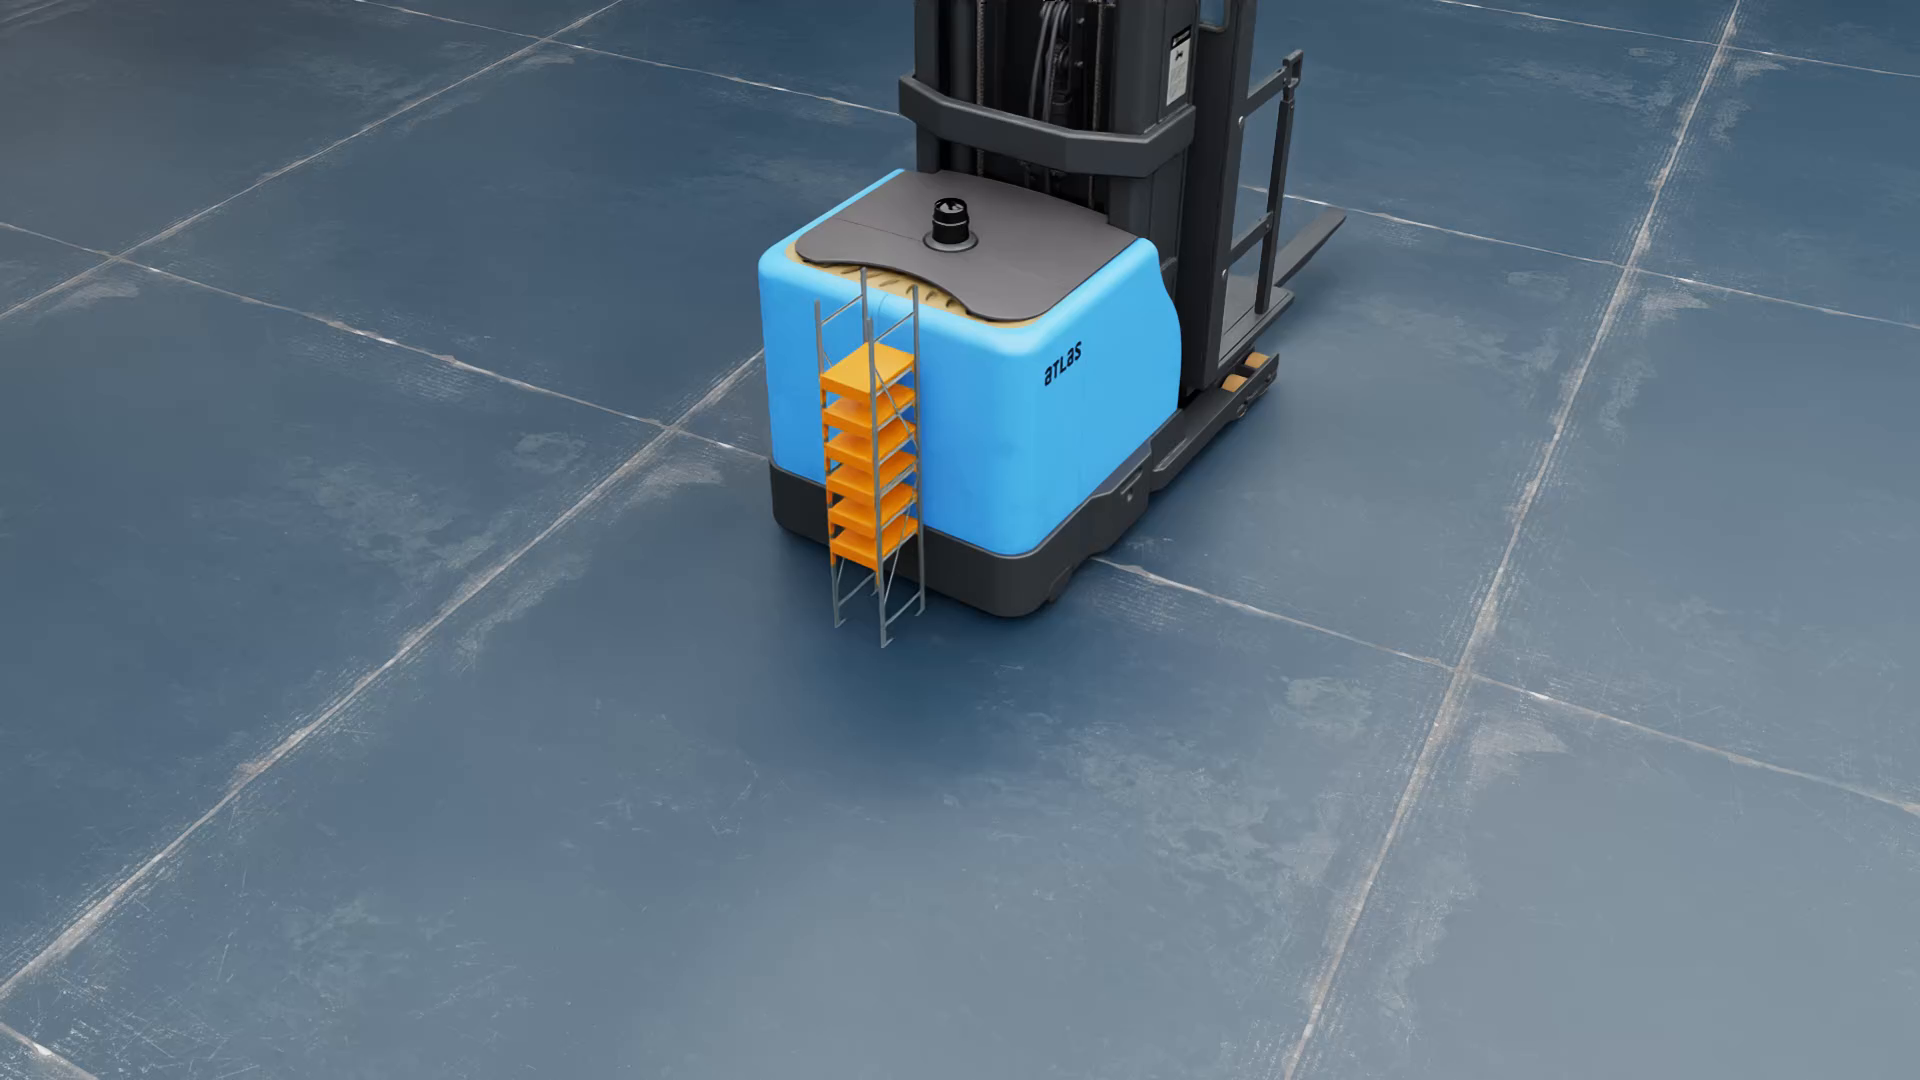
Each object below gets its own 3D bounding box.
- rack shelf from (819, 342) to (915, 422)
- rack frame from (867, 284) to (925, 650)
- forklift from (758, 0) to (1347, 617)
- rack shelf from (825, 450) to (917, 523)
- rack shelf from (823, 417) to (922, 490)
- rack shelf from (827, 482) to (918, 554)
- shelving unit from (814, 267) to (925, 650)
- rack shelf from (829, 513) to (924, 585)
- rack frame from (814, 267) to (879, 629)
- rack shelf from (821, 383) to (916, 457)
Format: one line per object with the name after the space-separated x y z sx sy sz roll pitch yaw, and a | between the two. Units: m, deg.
-0.262 -0.470 4.854 0.180 0.103 0.258 22 43 26 | rack shelf
-0.185 -0.189 5.006 0.006 1.200 0.240 22 43 26 | rack frame
0.584 -1.777 5.667 1.130 2.935 3.031 22 42 26 | forklift
-0.261 -0.184 5.073 0.180 0.103 0.258 22 43 26 | rack shelf
-0.261 -0.280 5.000 0.180 0.103 0.258 22 43 26 | rack shelf
-0.261 -0.089 5.146 0.180 0.103 0.258 22 43 26 | rack shelf
-0.261 -0.220 5.046 0.189 1.200 0.258 22 43 26 | shelving unit
-0.260 0.006 5.219 0.180 0.103 0.258 22 43 26 | rack shelf
-0.338 -0.250 5.086 0.006 1.200 0.240 22 43 26 | rack frame
-0.262 -0.375 4.927 0.180 0.103 0.258 22 43 26 | rack shelf
